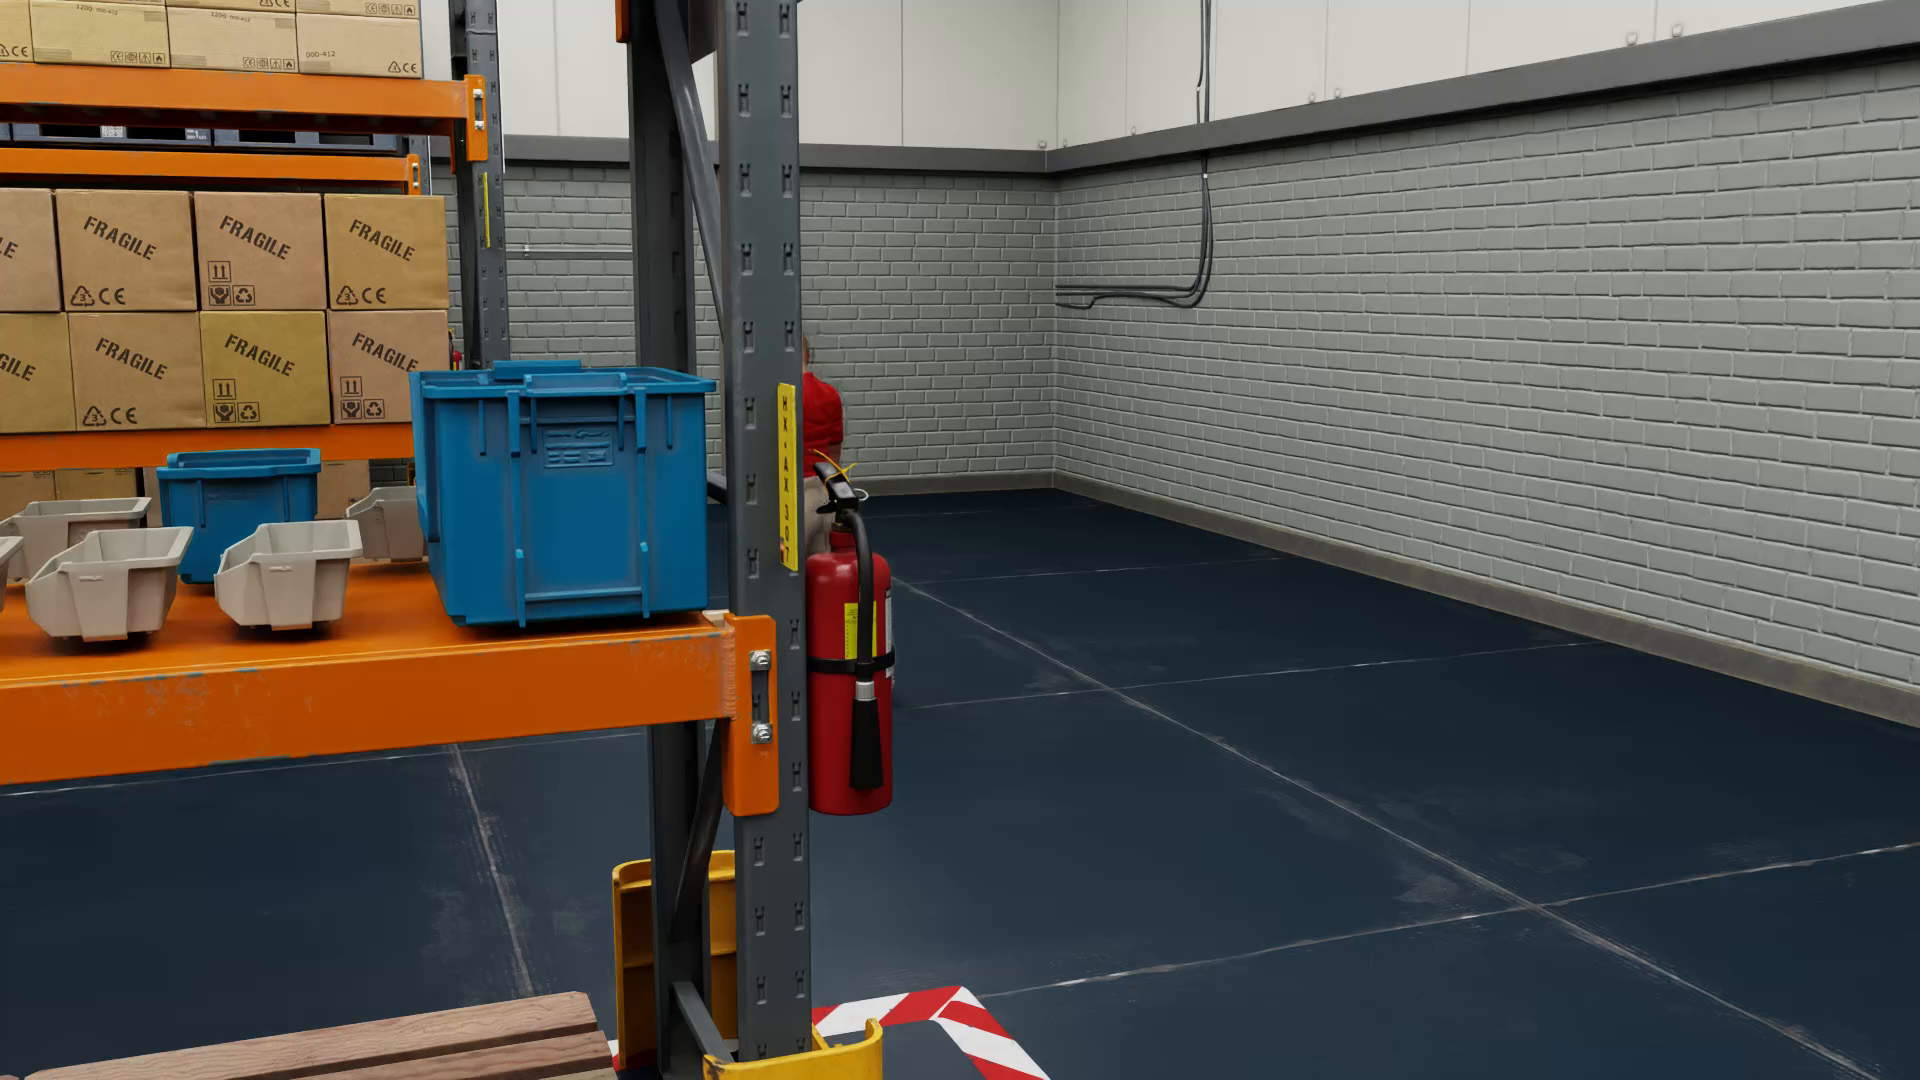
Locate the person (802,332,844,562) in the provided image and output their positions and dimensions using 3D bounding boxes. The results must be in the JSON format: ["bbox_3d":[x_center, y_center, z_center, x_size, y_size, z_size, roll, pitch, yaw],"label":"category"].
[{"bbox_3d":[-0.718,-0.153,7.668,0.711,1.631,0.558,6,11,33],"label":"person"}]
